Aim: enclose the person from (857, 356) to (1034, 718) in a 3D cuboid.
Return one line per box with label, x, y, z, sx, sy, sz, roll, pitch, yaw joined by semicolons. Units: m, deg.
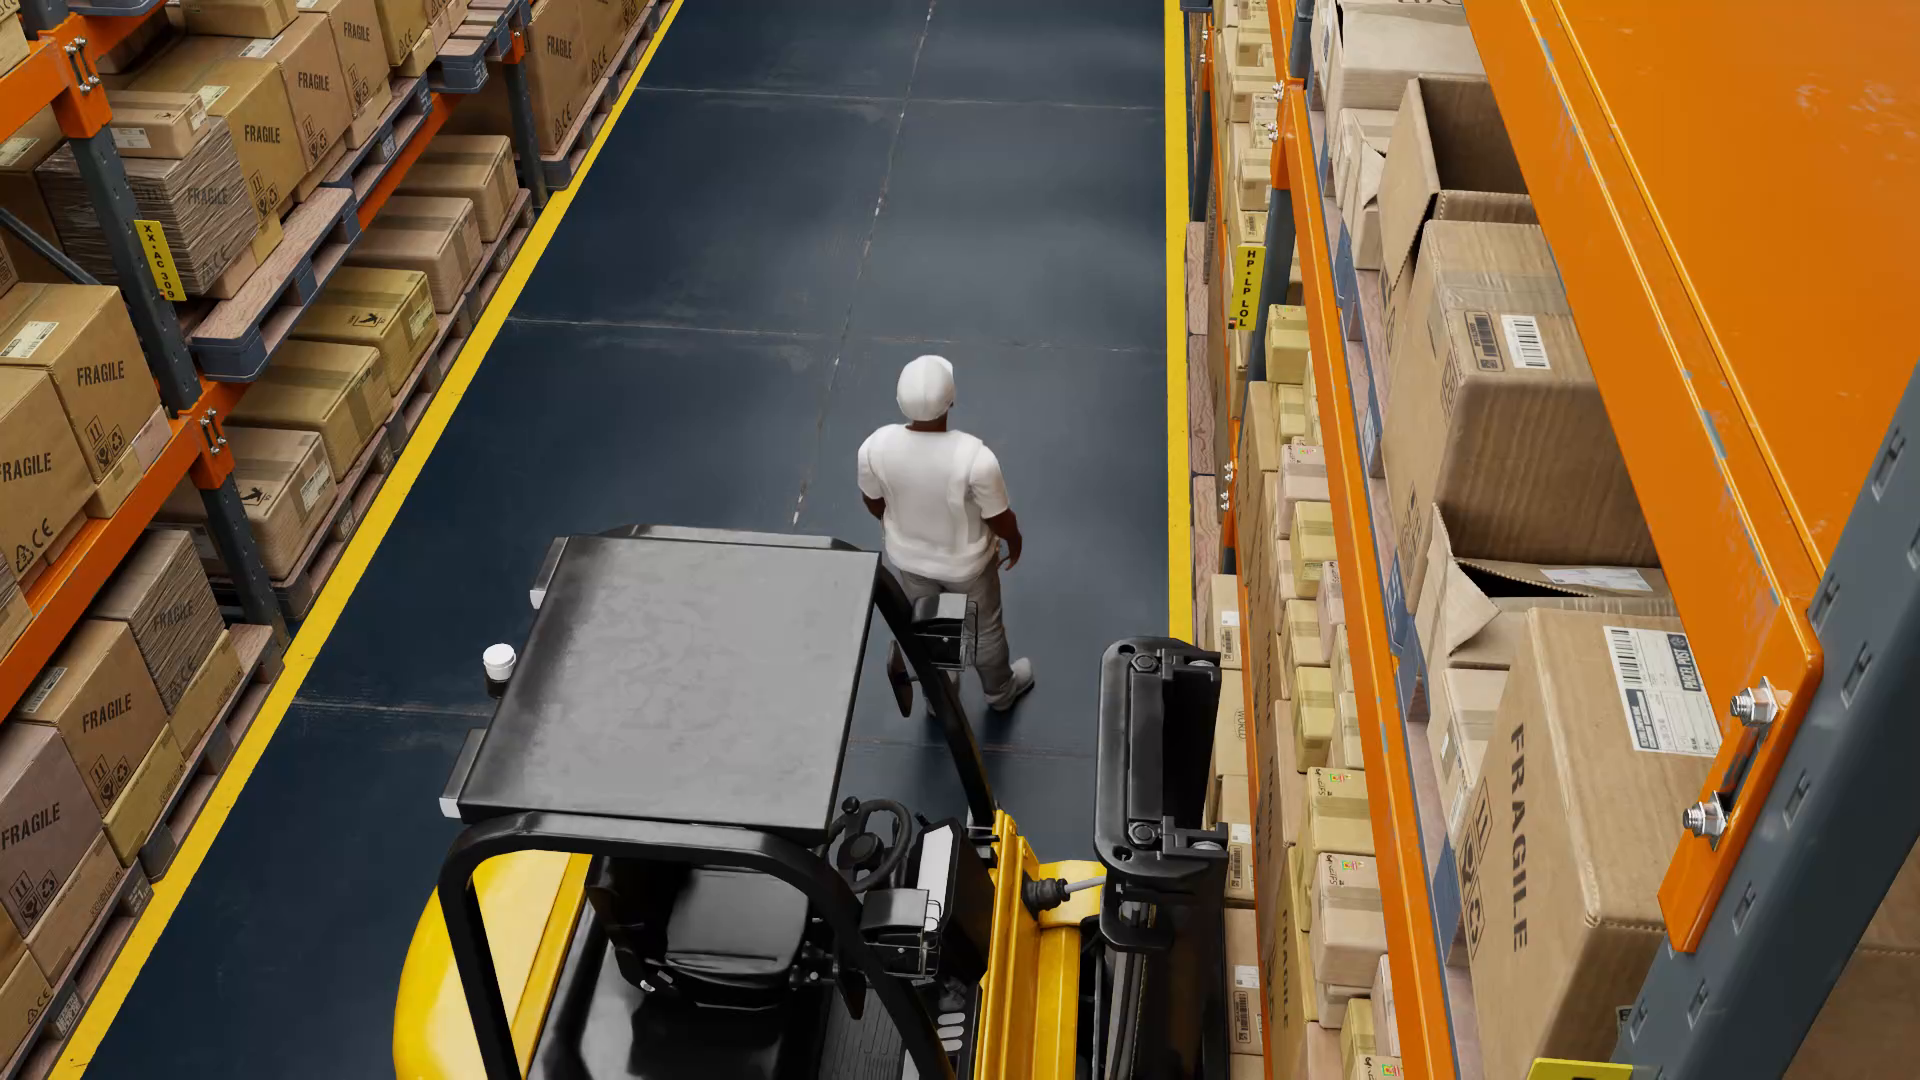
person;-0.043;-0.012;6.433;0.625;1.768;0.575;12;41;14
